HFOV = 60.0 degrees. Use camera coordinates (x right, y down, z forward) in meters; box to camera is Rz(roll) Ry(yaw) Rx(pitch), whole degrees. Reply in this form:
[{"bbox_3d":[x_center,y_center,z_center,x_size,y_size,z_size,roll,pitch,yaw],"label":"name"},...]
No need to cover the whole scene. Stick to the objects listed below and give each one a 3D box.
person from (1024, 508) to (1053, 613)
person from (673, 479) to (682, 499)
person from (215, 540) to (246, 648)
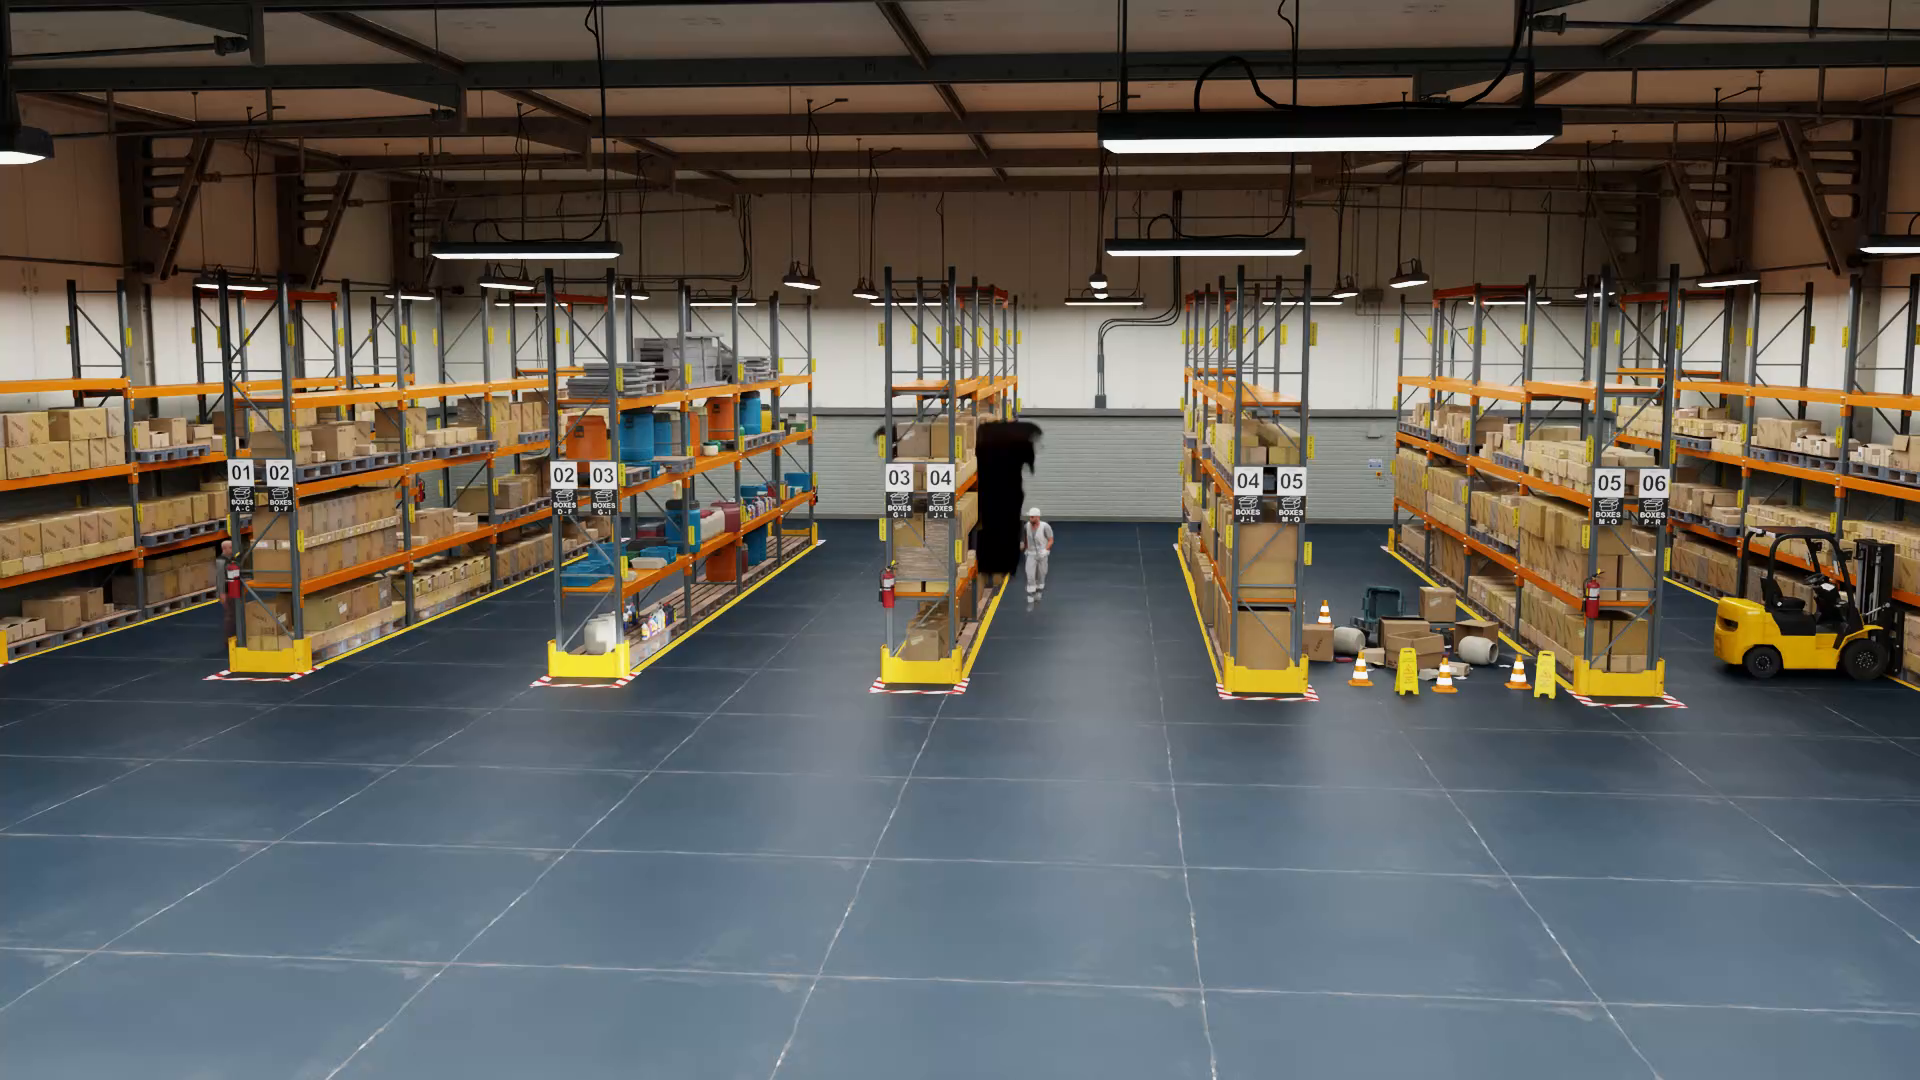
[{"bbox_3d":[1.381,0.327,29.380,0.533,1.830,0.857,1,7,6],"label":"person"},{"bbox_3d":[-7.116,-0.994,42.437,0.491,1.660,0.443,2,7,13],"label":"person"},{"bbox_3d":[-11.837,0.866,27.020,0.401,1.736,0.563,-2,7,-16],"label":"person"}]
